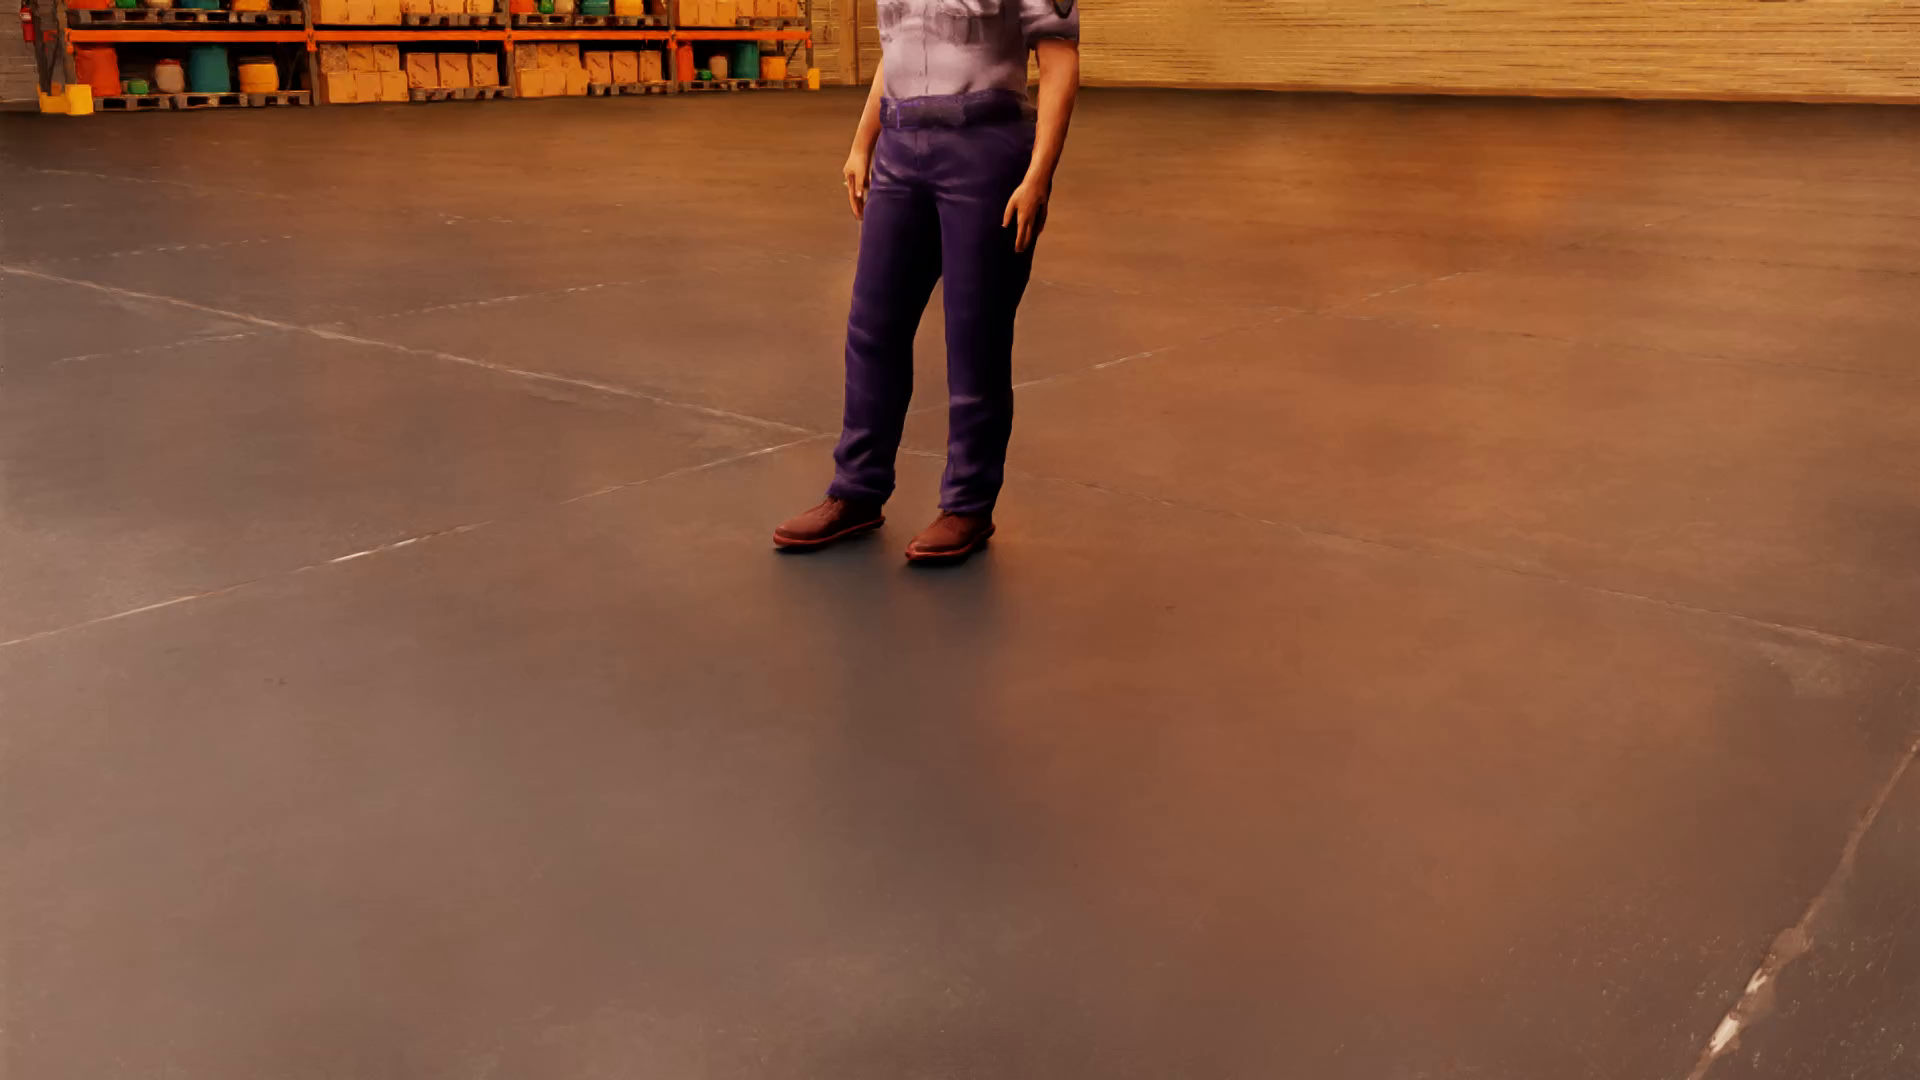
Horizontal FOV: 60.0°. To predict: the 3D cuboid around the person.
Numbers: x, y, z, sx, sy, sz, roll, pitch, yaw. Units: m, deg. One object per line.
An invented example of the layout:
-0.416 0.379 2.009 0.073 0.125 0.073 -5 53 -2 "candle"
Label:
-0.075 -0.779 3.648 0.599 1.650 0.502 13 21 37 "person"
